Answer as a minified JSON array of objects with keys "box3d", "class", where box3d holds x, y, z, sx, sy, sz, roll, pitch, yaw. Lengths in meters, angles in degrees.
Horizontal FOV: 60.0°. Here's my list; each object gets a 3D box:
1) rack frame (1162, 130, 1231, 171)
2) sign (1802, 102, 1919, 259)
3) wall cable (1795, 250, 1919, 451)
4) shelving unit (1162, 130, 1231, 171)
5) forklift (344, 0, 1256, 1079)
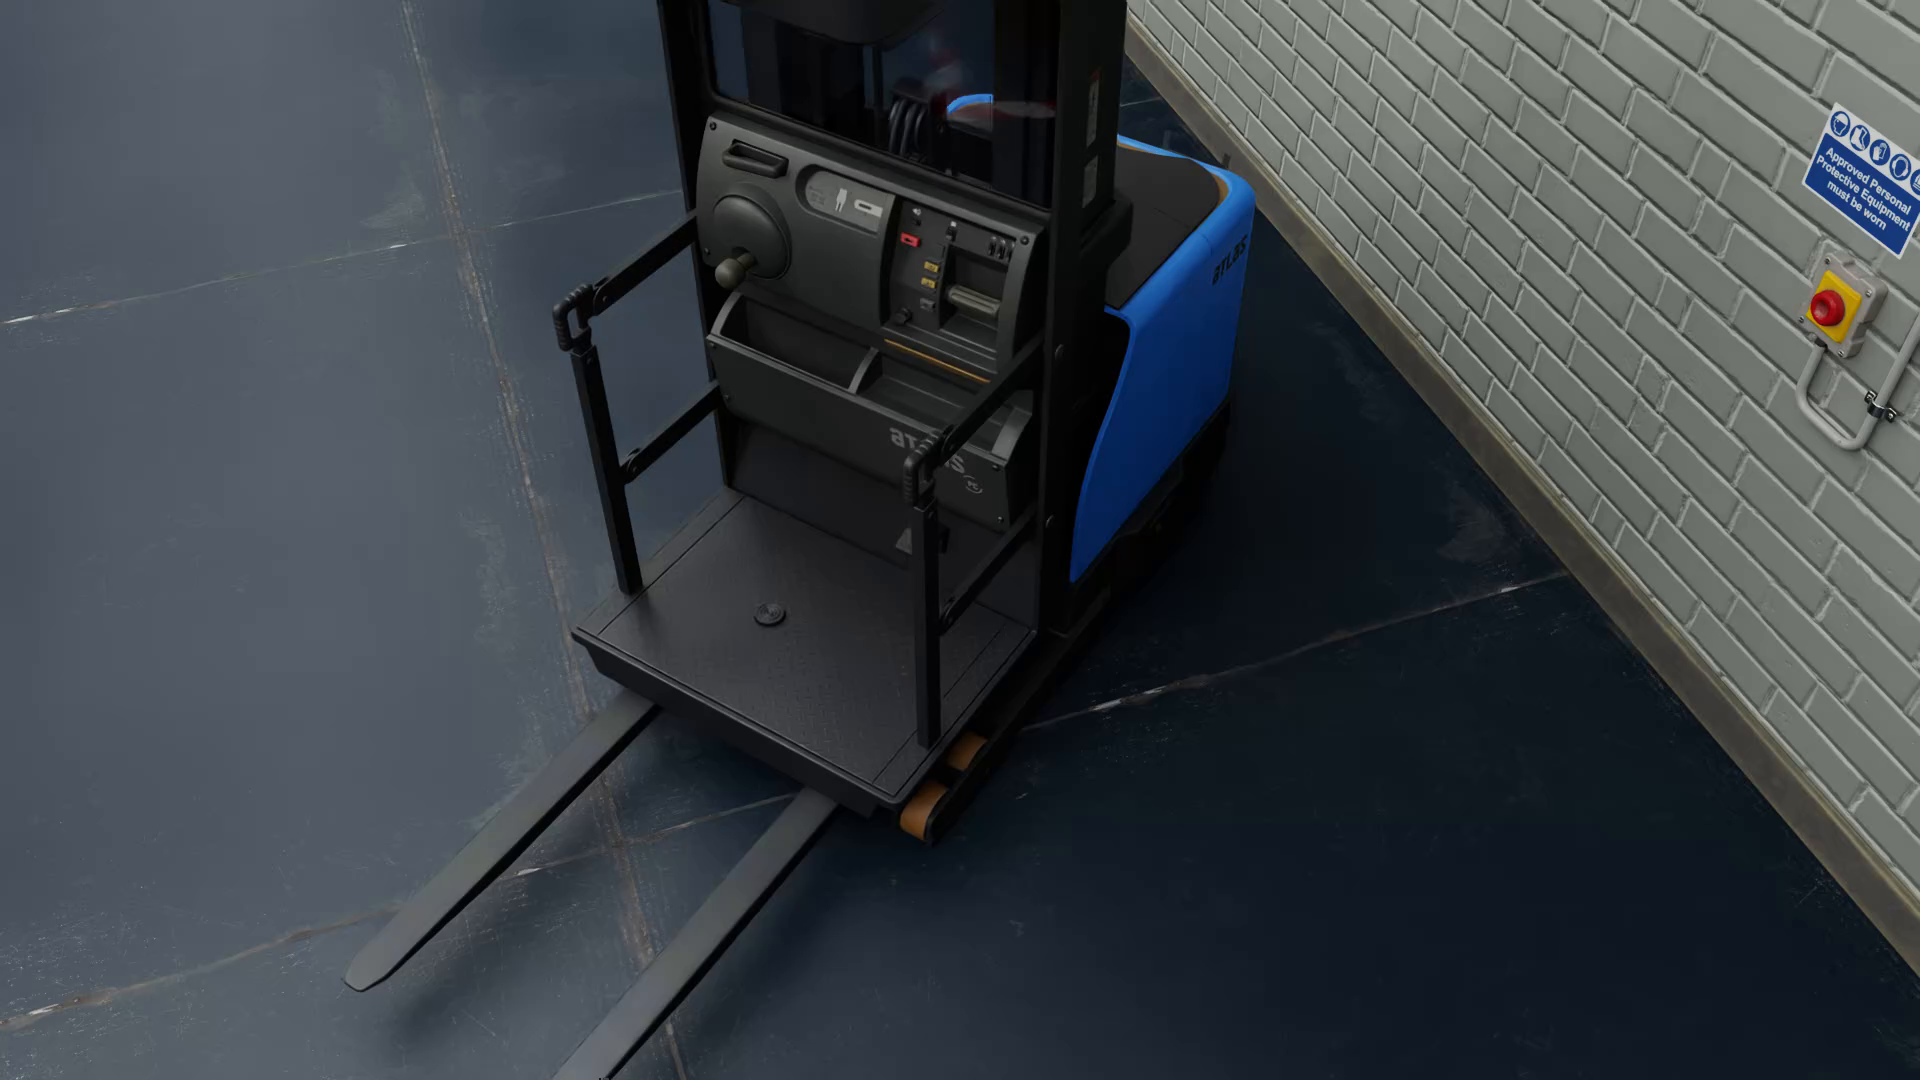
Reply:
[{"box3d":[0.719,-0.909,5.523,0.240,0.900,0.006,29,46,26],"class":"rack frame"},{"box3d":[2.047,-0.812,3.751,0.001,0.218,0.327,-14,47,-14],"class":"sign"},{"box3d":[2.006,-1.039,3.429,0.123,1.953,0.585,-14,47,-14],"class":"wall cable"},{"box3d":[0.656,-0.860,5.460,0.258,0.900,0.210,29,46,26],"class":"shelving unit"},{"box3d":[-0.353,-0.618,3.797,1.130,2.935,3.031,24,50,22],"class":"forklift"}]
